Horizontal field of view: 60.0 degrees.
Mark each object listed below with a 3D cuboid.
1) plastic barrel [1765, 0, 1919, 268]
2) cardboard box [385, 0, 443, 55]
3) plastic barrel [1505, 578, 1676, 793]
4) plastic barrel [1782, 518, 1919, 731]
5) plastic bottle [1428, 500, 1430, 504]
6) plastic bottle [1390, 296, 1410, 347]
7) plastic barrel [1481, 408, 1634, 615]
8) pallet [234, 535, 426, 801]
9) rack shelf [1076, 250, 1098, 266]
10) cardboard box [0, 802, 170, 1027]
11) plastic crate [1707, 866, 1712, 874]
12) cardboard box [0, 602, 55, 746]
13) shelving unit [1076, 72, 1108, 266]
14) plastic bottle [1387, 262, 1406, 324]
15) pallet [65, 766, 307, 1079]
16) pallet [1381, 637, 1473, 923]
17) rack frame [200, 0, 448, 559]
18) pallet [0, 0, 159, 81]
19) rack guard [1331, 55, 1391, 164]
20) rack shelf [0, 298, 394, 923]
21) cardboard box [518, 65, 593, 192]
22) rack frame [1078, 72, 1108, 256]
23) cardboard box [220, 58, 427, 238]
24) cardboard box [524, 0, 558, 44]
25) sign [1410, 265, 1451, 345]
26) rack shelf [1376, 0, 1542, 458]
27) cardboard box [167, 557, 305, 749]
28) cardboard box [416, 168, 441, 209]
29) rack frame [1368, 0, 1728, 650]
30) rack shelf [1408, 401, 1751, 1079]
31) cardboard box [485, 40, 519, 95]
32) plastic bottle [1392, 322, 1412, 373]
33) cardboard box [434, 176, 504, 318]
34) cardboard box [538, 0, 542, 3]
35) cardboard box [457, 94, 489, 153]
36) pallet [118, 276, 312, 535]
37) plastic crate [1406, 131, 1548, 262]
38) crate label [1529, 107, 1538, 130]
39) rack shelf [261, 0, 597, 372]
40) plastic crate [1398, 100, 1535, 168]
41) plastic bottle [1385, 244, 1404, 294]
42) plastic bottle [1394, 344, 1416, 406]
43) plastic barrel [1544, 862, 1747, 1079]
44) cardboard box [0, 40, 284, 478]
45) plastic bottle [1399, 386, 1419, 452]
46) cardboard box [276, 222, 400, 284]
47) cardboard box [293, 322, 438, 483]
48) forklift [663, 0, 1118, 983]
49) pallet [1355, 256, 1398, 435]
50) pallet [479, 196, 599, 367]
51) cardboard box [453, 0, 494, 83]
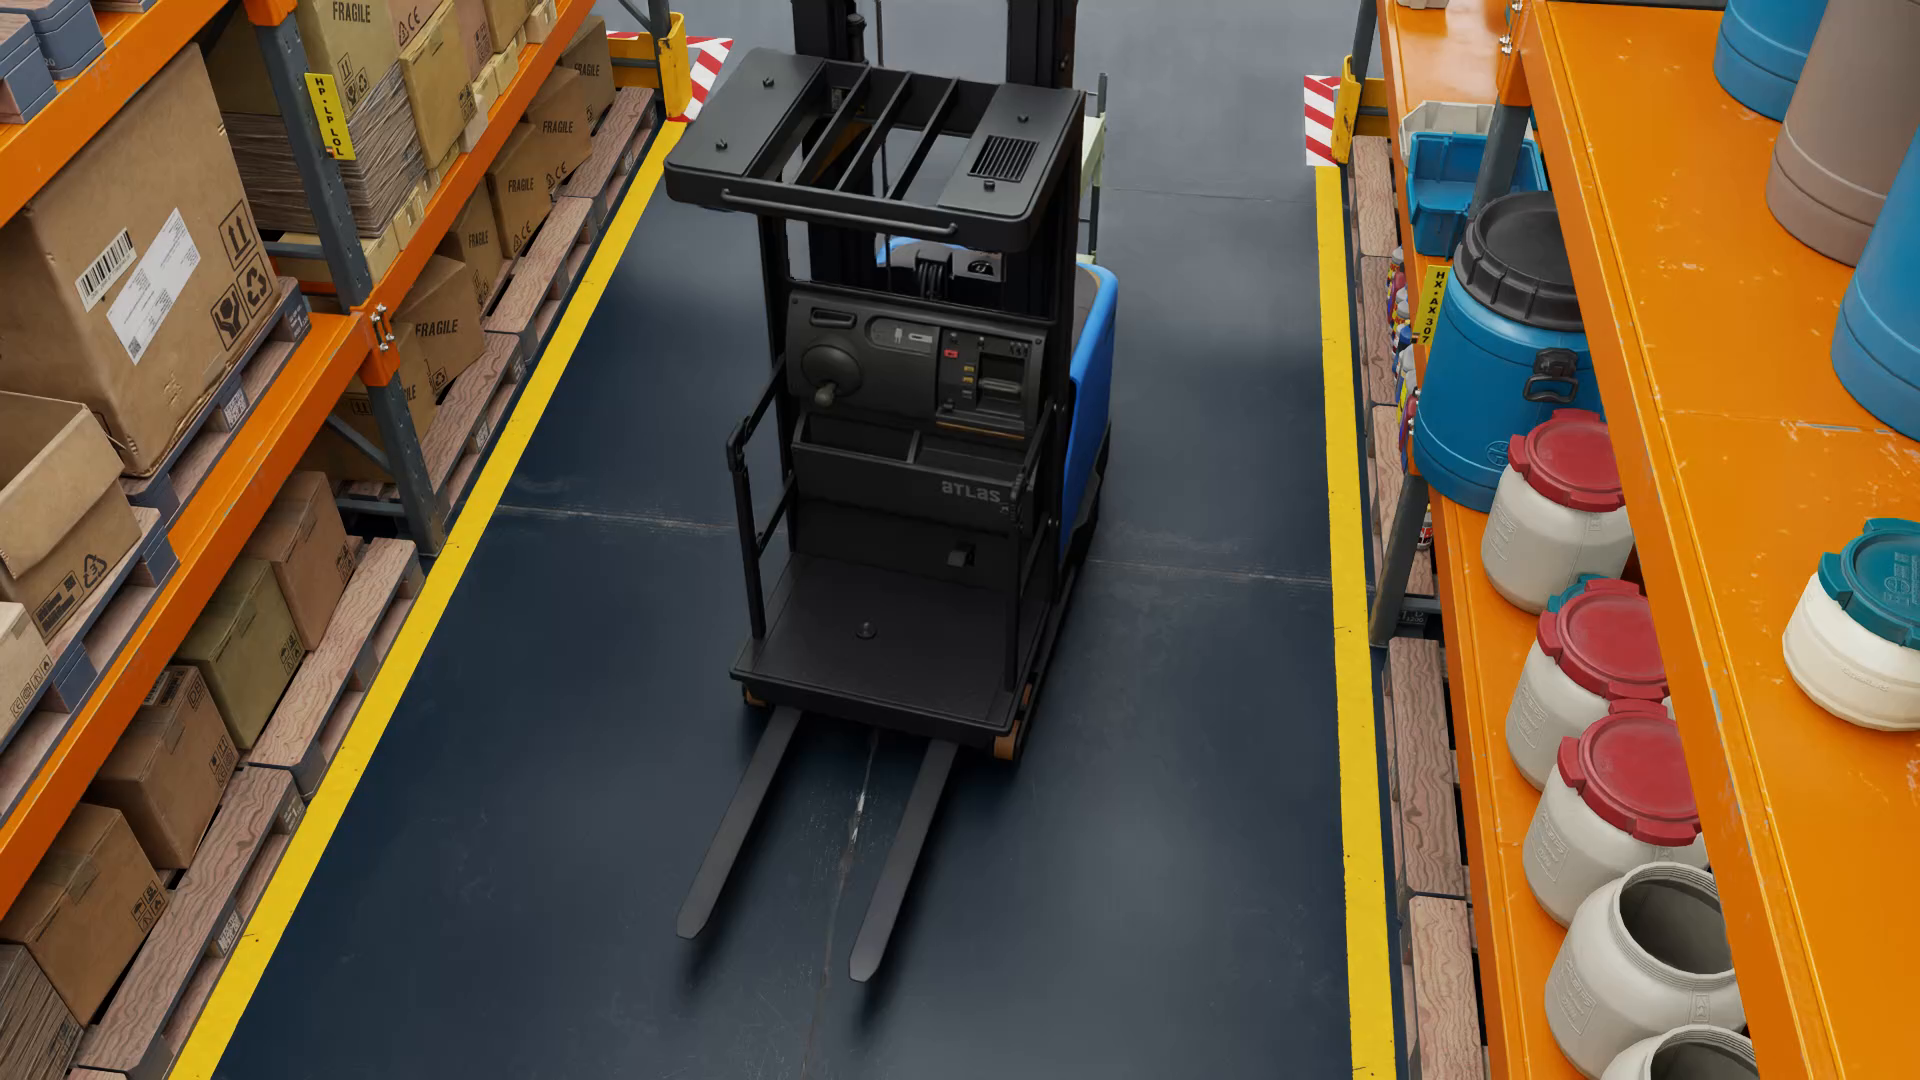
[{"bbox_3d":[2.234,-1.105,3.689,0.600,0.901,0.600,0,43,0],"label":"plastic barrel"},{"bbox_3d":[-2.361,-2.227,6.404,0.500,0.500,0.500,5,44,6],"label":"cardboard box"},{"bbox_3d":[1.731,0.437,4.508,0.433,0.535,0.433,0,43,0],"label":"plastic barrel"},{"bbox_3d":[1.580,0.154,2.825,0.301,0.262,0.301,0,43,0],"label":"plastic barrel"},{"bbox_3d":[1.972,-0.308,7.001,0.144,0.351,0.185,4,44,4],"label":"plastic bottle"},{"bbox_3d":[2.094,-1.031,7.822,0.097,0.271,0.097,0,43,0],"label":"plastic bottle"},{"bbox_3d":[1.828,-0.063,5.036,0.433,0.535,0.433,0,43,0],"label":"plastic barrel"},{"bbox_3d":[-2.839,0.448,6.624,1.003,0.211,1.213,5,44,6],"label":"pallet"},{"bbox_3d":[0.347,-1.027,7.717,0.431,0.370,0.720,11,45,11],"label":"rack shelf"},{"bbox_3d":[-3.069,1.154,5.348,0.700,0.500,0.500,9,44,9],"label":"cardboard box"},{"bbox_3d":[2.222,0.644,4.542,0.450,0.188,0.662,5,44,6],"label":"plastic crate"},{"bbox_3d":[-2.817,0.411,4.438,0.500,0.250,0.500,4,44,4],"label":"cardboard box"},{"bbox_3d":[0.347,-1.263,7.493,0.431,1.500,0.755,11,45,11],"label":"shelving unit"},{"bbox_3d":[2.104,-1.185,7.975,0.061,0.283,0.133,6,44,6],"label":"plastic bottle"},{"bbox_3d":[-2.998,1.282,5.743,1.003,0.211,1.213,5,44,6],"label":"pallet"},{"bbox_3d":[2.107,0.906,6.140,1.003,0.211,1.213,5,44,6],"label":"pallet"},{"bbox_3d":[-2.737,-1.096,6.225,1.000,3.000,0.127,5,44,6],"label":"rack frame"},{"bbox_3d":[-2.925,-1.706,4.825,1.213,0.211,1.003,5,44,6],"label":"pallet"},{"bbox_3d":[2.738,-2.408,9.429,1.175,0.500,0.348,5,44,6],"label":"rack guard"},{"bbox_3d":[-3.002,0.529,5.033,1.077,0.370,4.000,5,44,6],"label":"rack shelf"},{"bbox_3d":[-2.353,-2.232,8.938,0.500,0.500,0.500,16,46,16],"label":"cardboard box"},{"bbox_3d":[0.445,-1.506,7.749,0.400,1.500,0.023,11,45,11],"label":"rack frame"},{"bbox_3d":[-2.617,-1.541,6.407,0.875,0.500,0.500,5,44,6],"label":"cardboard box"},{"bbox_3d":[-2.136,-2.486,7.876,0.380,0.149,0.250,5,44,6],"label":"cardboard box"},{"bbox_3d":[1.628,-0.803,5.716,0.100,0.325,0.005,5,44,6],"label":"sign"},{"bbox_3d":[2.437,-1.747,7.437,1.077,0.370,4.000,5,44,6],"label":"rack shelf"},{"bbox_3d":[-2.922,0.392,6.152,0.700,0.500,0.500,5,44,5],"label":"cardboard box"},{"bbox_3d":[-2.359,-1.466,6.799,0.380,0.149,0.250,5,44,6],"label":"cardboard box"},{"bbox_3d":[2.172,-0.645,5.750,1.000,3.000,0.127,5,44,6],"label":"rack frame"},{"bbox_3d":[1.908,0.979,4.558,1.077,0.370,4.000,5,44,6],"label":"rack shelf"},{"bbox_3d":[-2.226,-2.147,7.519,0.380,0.149,0.250,5,44,6],"label":"cardboard box"},{"bbox_3d":[2.067,-0.893,7.676,0.097,0.271,0.097,0,43,0],"label":"plastic bottle"},{"bbox_3d":[-2.572,-1.431,8.092,0.500,0.500,0.500,2,43,2],"label":"cardboard box"},{"bbox_3d":[-2.365,-2.905,7.847,0.875,0.500,0.500,5,44,6],"label":"cardboard box"},{"bbox_3d":[-2.262,-1.804,7.156,0.380,0.149,0.250,5,44,6],"label":"cardboard box"},{"bbox_3d":[-2.983,-0.518,5.755,1.003,0.211,1.213,5,44,6],"label":"pallet"},{"bbox_3d":[2.049,-1.370,6.624,0.499,0.251,0.616,5,44,6],"label":"plastic crate"},{"bbox_3d":[2.726,-2.105,7.266,0.502,0.435,0.616,5,44,6],"label":"crate label"},{"bbox_3d":[-2.473,-2.197,7.912,1.077,0.370,4.000,5,44,6],"label":"rack shelf"},{"bbox_3d":[2.136,-1.679,7.034,0.530,0.136,0.437,5,44,6],"label":"plastic crate"},{"bbox_3d":[2.152,-1.333,8.141,0.097,0.271,0.097,0,43,0],"label":"plastic bottle"},{"bbox_3d":[2.065,-0.742,7.514,0.152,0.276,0.135,6,44,6],"label":"plastic bottle"},{"bbox_3d":[1.623,1.033,3.897,0.421,0.512,0.421,0,43,0],"label":"plastic barrel"},{"bbox_3d":[-2.981,-0.937,5.316,1.000,1.000,1.000,6,44,6],"label":"cardboard box"},{"bbox_3d":[1.977,-0.529,7.283,0.061,0.283,0.133,8,44,8],"label":"plastic bottle"},{"bbox_3d":[-2.411,-1.124,6.438,0.380,0.149,0.250,5,44,6],"label":"cardboard box"},{"bbox_3d":[-2.645,-0.609,7.225,0.500,0.500,0.500,4,44,4],"label":"cardboard box"},{"bbox_3d":[-0.219,-0.527,5.674,1.130,2.935,3.031,11,45,11],"label":"forklift"},{"bbox_3d":[2.461,-0.921,8.069,1.003,0.211,1.213,5,44,6],"label":"pallet"},{"bbox_3d":[-2.525,-1.378,8.552,1.003,0.211,1.213,5,44,6],"label":"pallet"},{"bbox_3d":[-2.549,-2.228,7.133,0.875,0.500,0.500,5,44,6],"label":"cardboard box"}]
